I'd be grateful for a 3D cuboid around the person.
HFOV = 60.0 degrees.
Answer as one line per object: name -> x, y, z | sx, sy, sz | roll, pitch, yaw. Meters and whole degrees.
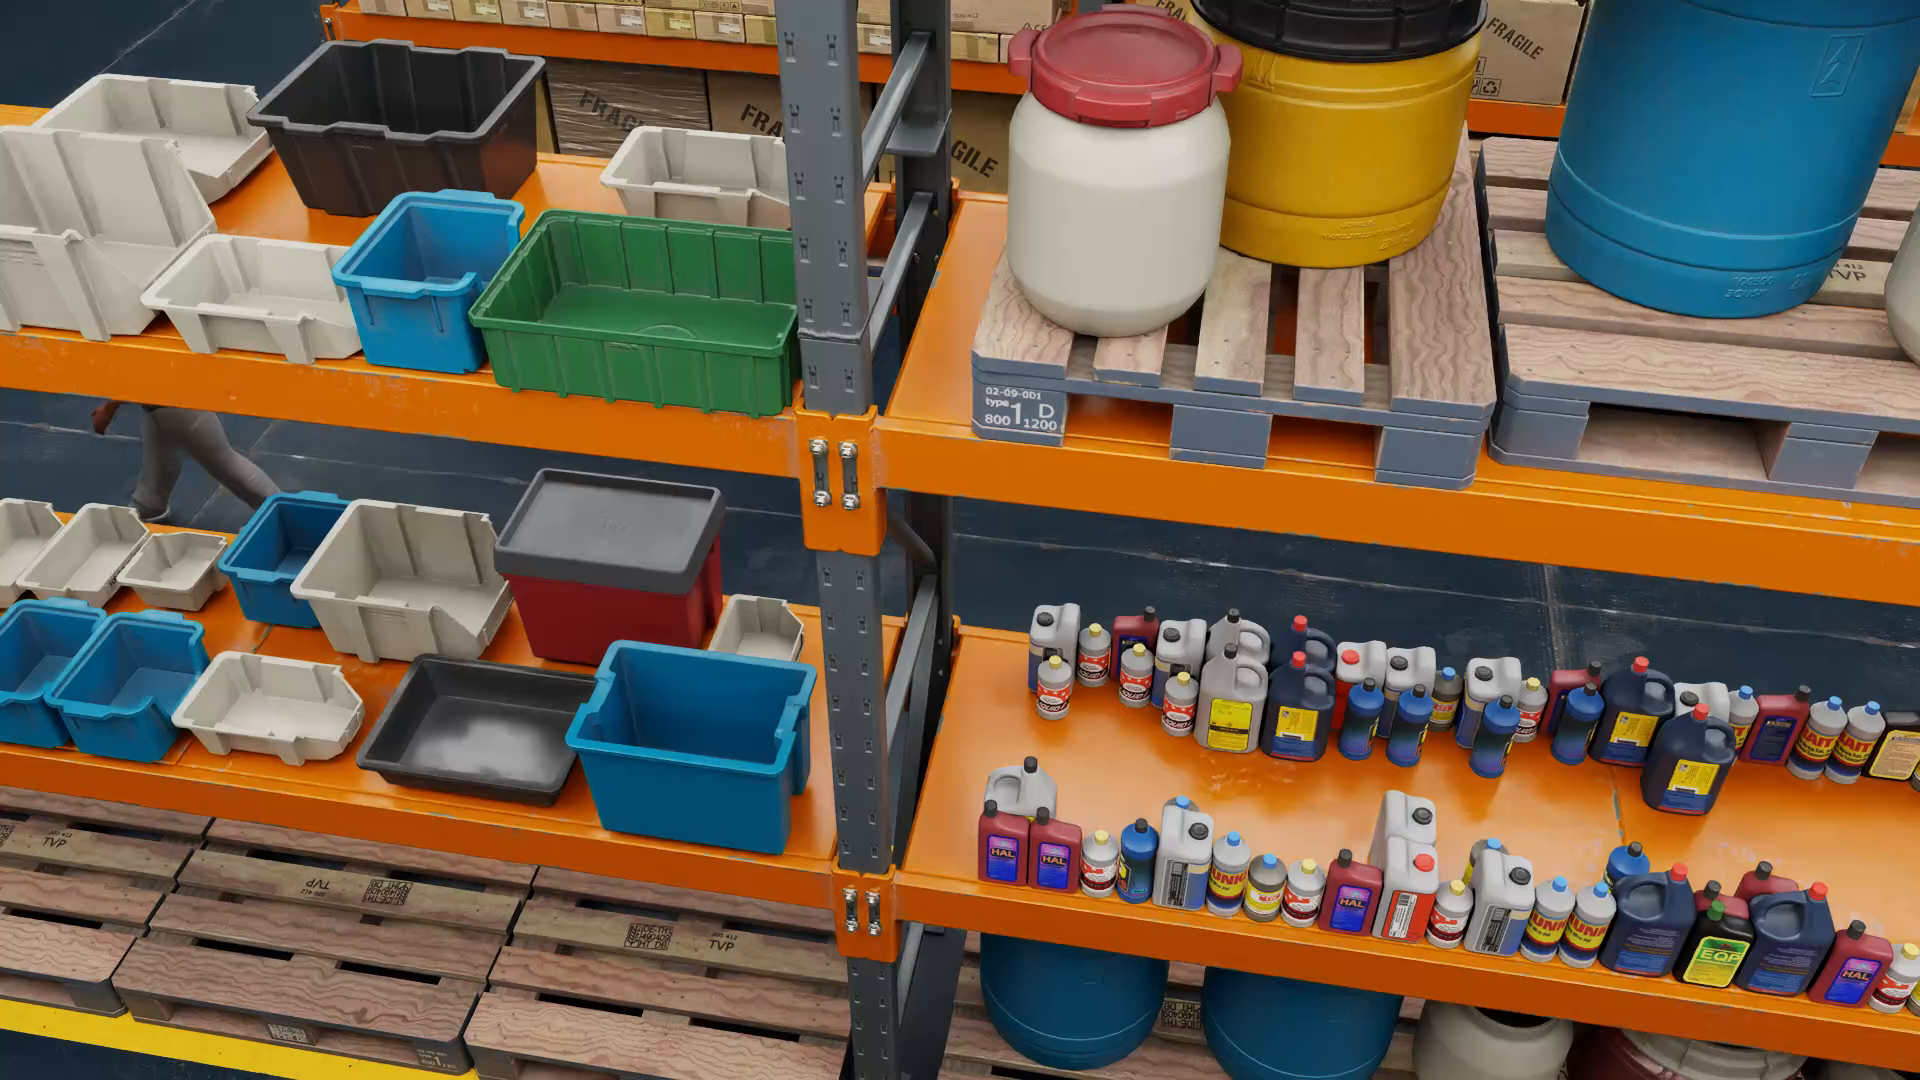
person -> -3.366, -0.639, 6.853 | 0.914, 1.653, 0.449 | -3, 41, -4
